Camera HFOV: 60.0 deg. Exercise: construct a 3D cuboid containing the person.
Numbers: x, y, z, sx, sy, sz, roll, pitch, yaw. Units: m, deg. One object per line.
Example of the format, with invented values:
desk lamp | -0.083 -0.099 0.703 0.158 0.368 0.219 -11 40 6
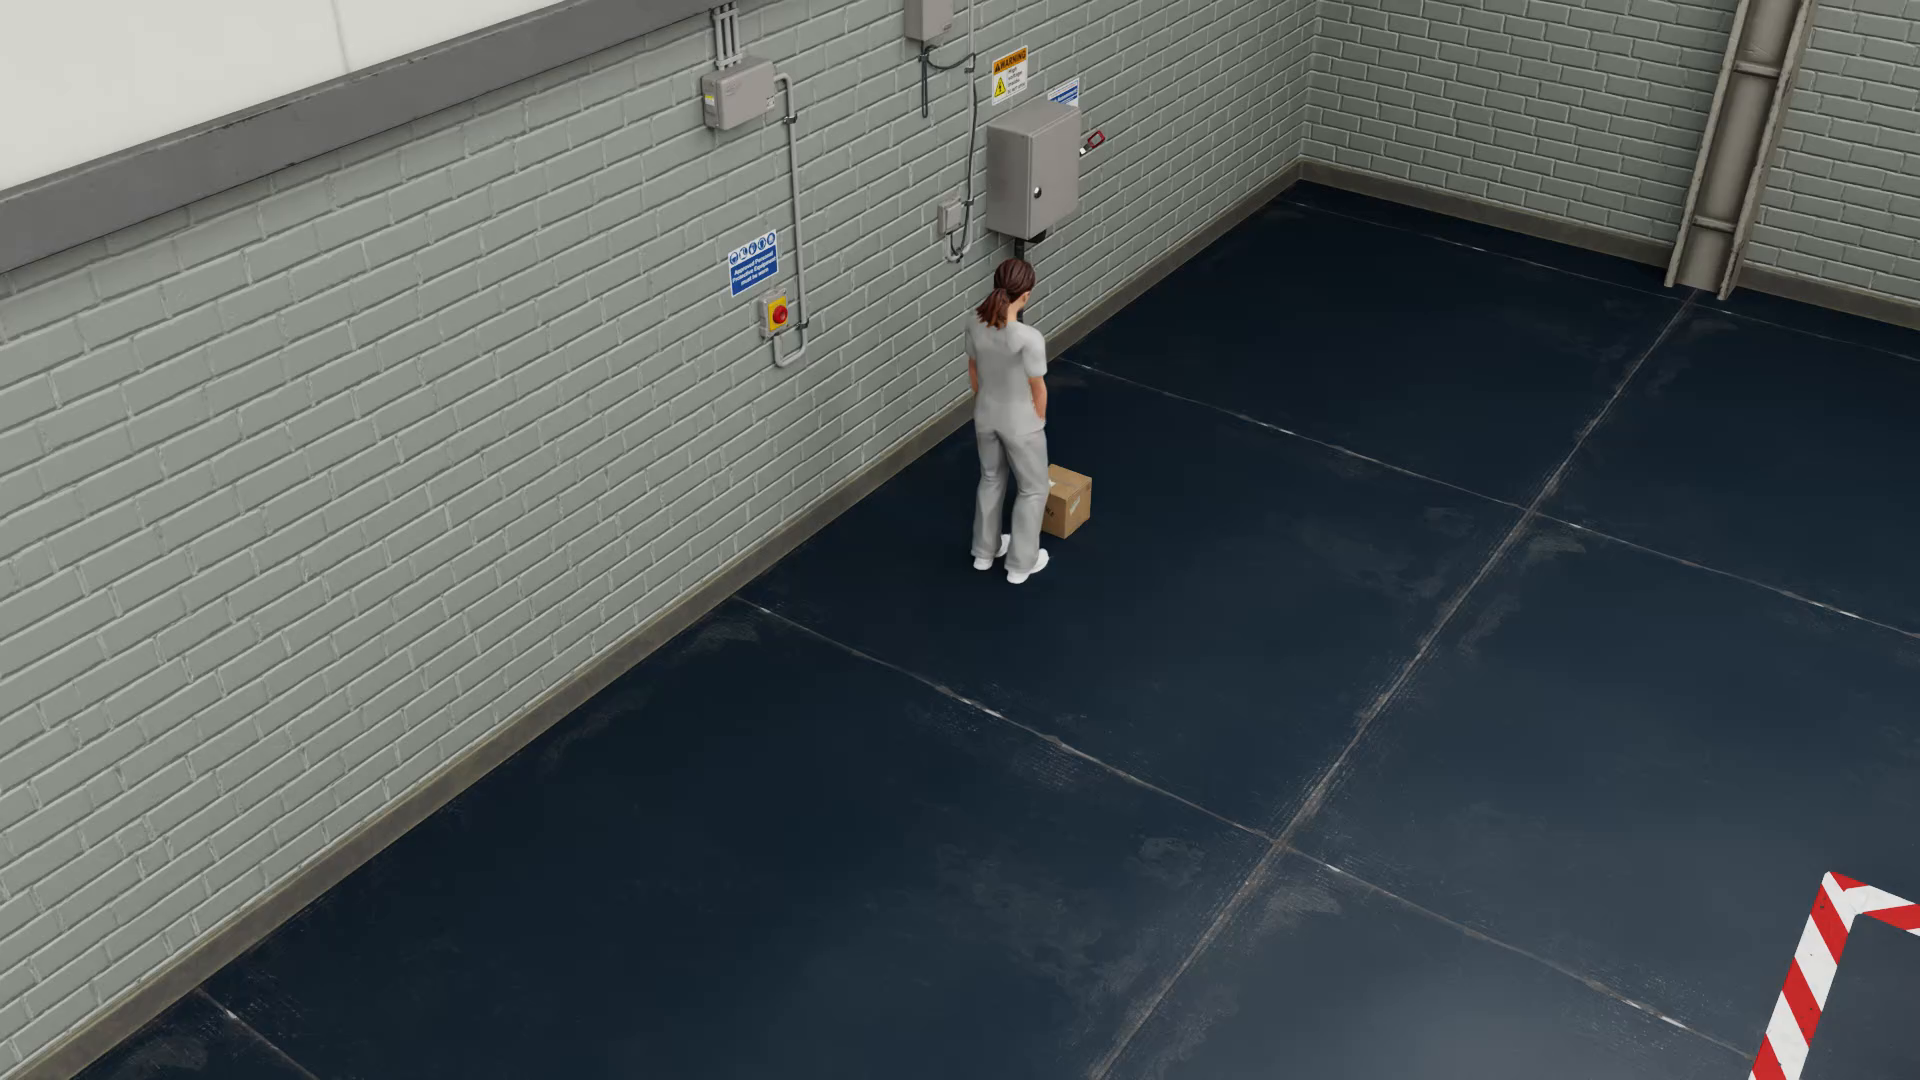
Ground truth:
person | 0.219 -0.562 7.972 0.447 1.665 0.355 23 41 29
